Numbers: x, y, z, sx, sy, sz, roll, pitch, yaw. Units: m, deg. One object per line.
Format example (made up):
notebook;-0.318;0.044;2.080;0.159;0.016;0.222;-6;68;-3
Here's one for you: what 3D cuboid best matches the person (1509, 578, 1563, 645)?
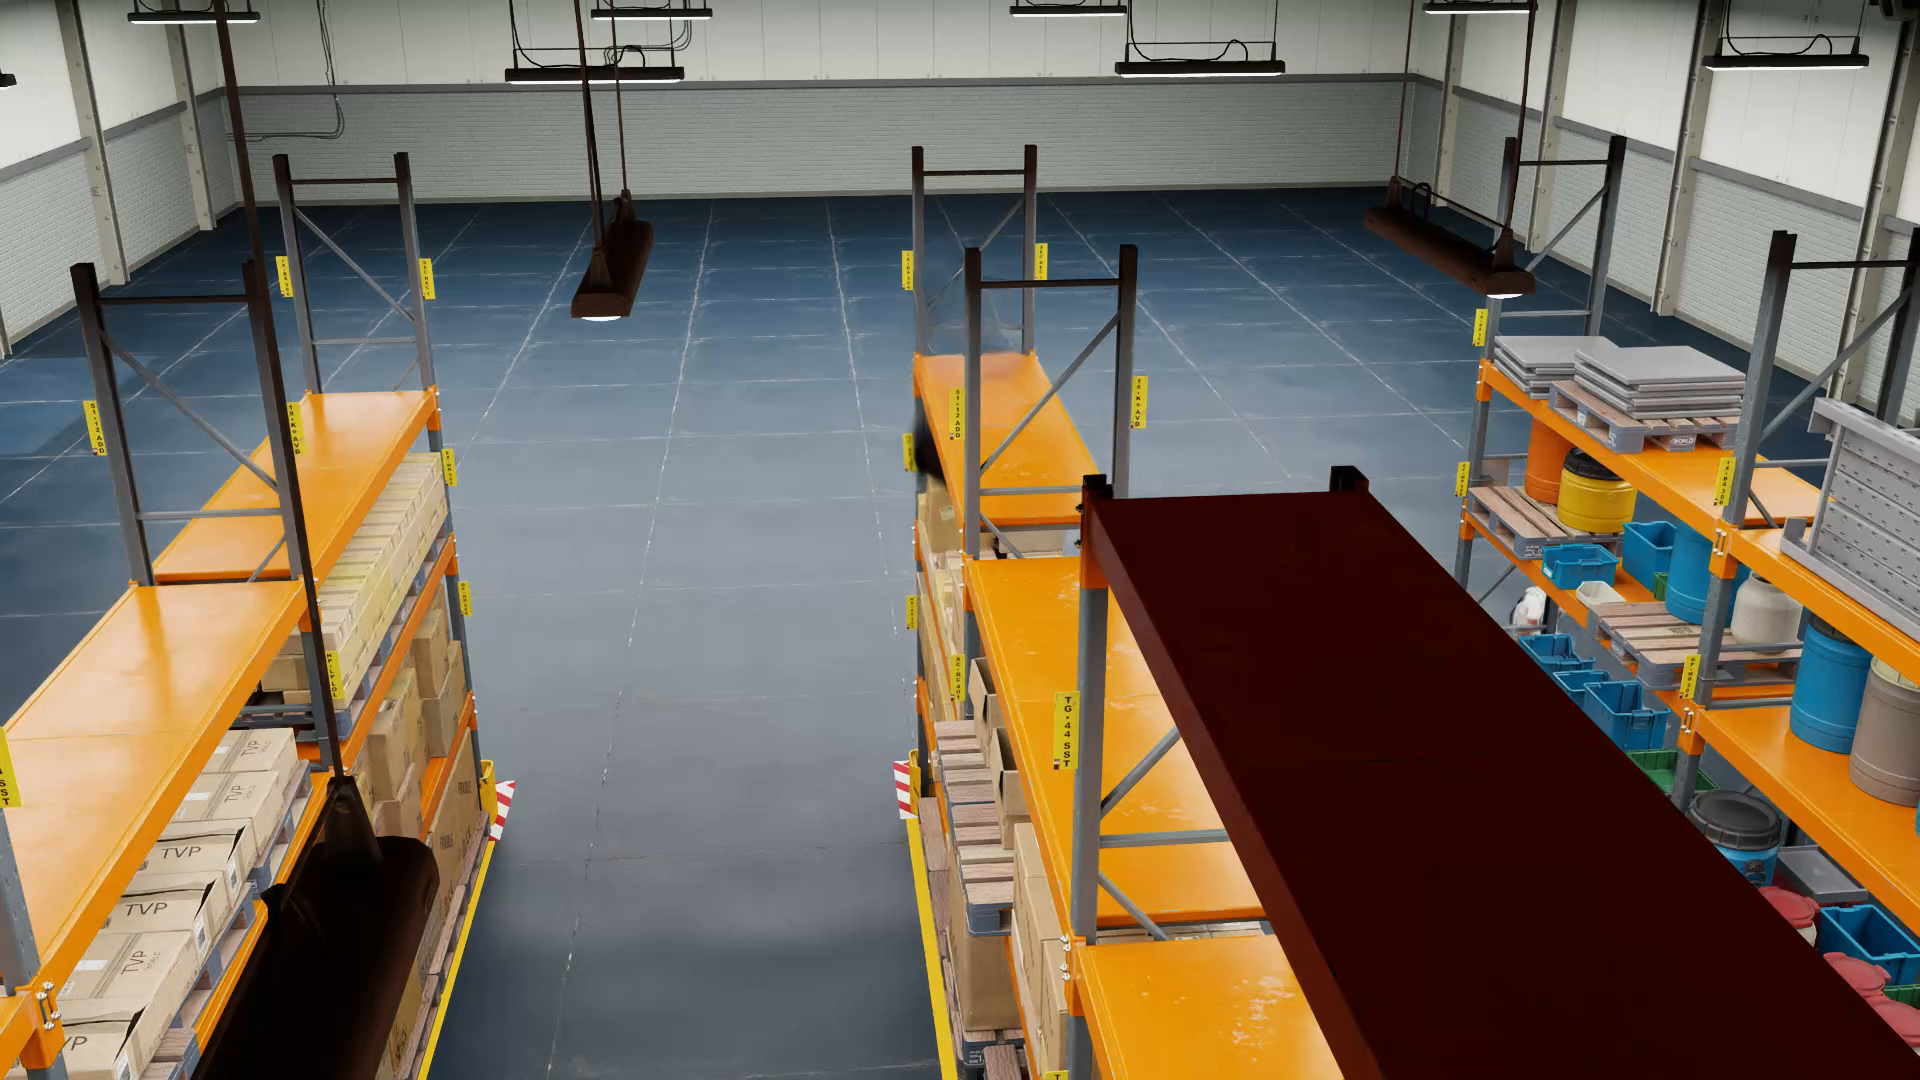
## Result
person;5.789;1.051;16.656;0.688;1.760;0.644;-19;29;-40
